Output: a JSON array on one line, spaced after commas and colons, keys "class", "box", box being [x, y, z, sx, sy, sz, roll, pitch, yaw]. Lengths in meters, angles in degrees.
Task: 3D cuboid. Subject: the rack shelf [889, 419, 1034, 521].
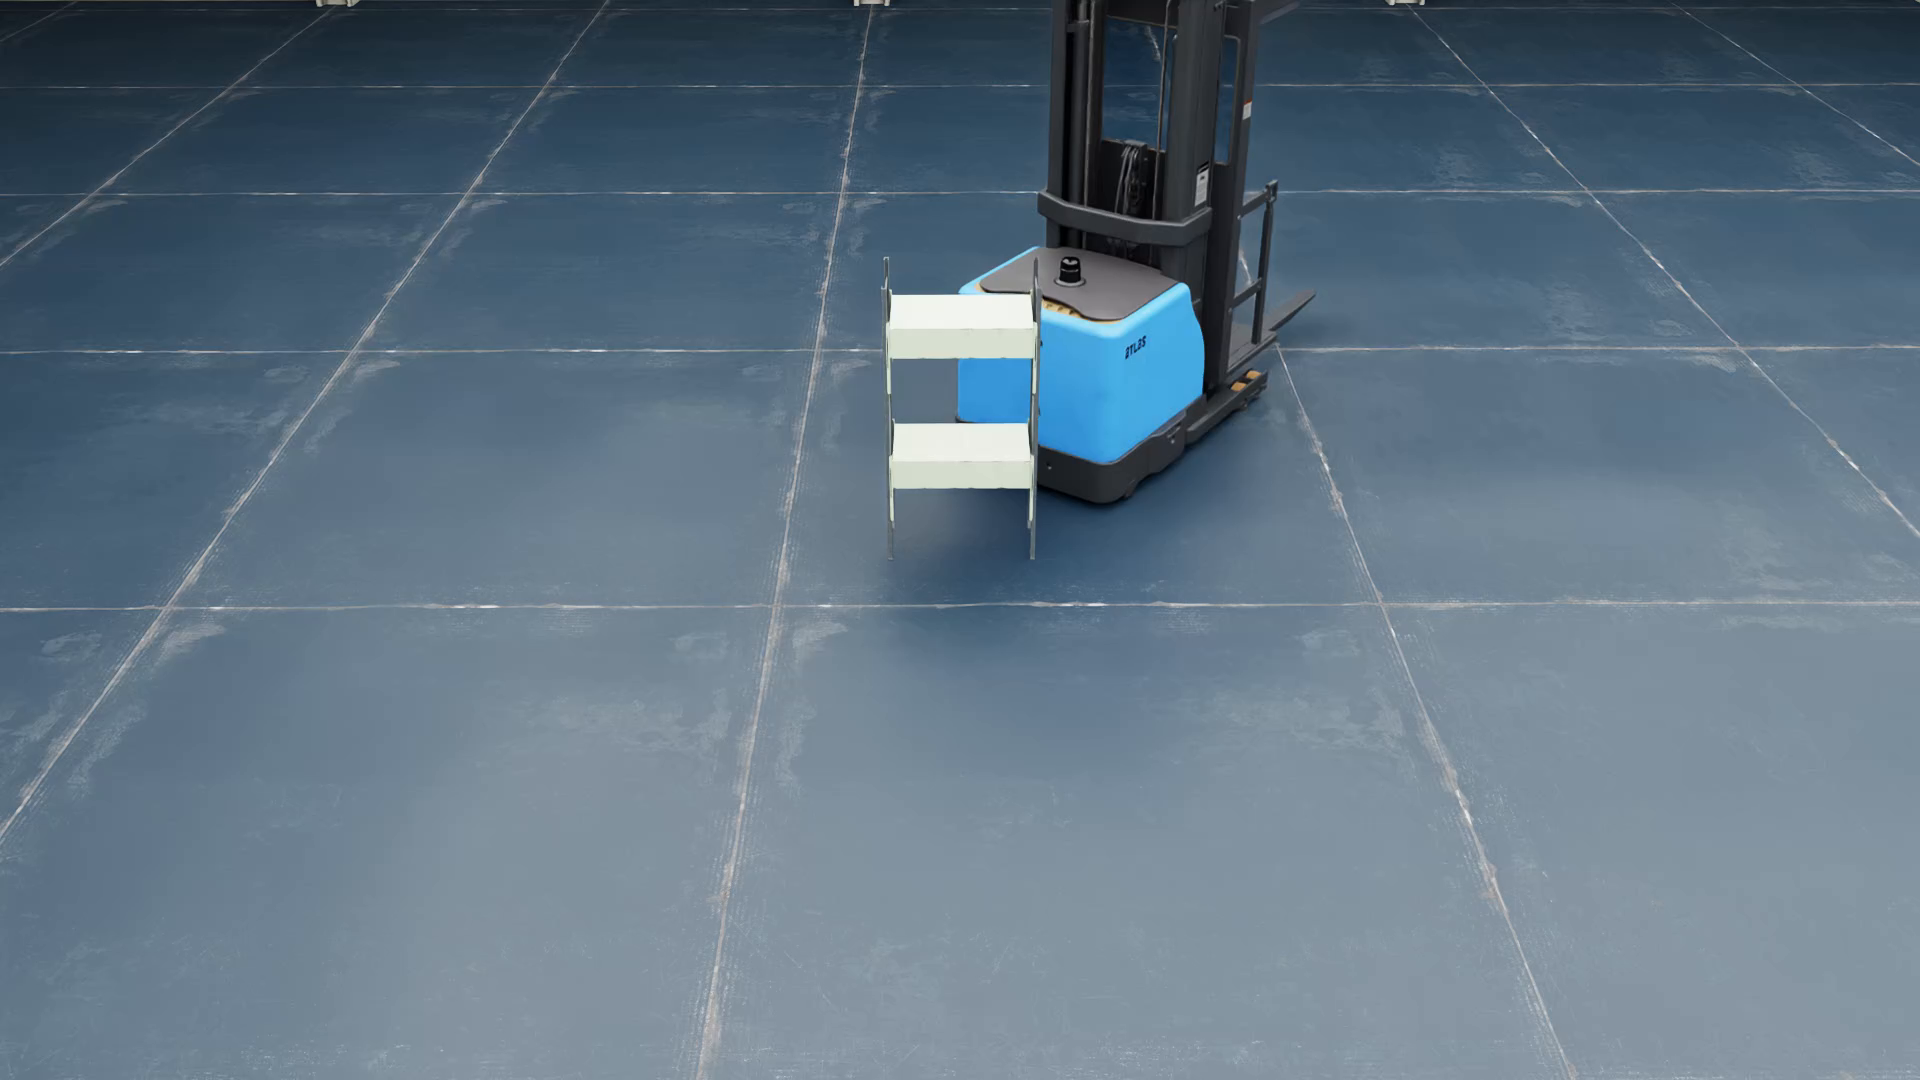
[{"class": "rack shelf", "box": [0.007, -0.363, 8.530, 0.720, 0.370, 0.431, 0, 31, 0]}]

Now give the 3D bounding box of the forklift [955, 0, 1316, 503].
[{"class": "forklift", "box": [1.226, -2.167, 9.497, 1.130, 2.935, 3.031, 20, 36, 29]}]

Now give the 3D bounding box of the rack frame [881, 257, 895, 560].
[{"class": "rack frame", "box": [-0.359, -0.640, 8.359, 0.023, 1.500, 0.400, 0, 31, 0]}]

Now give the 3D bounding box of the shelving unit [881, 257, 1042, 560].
[{"class": "shelving unit", "box": [0.007, -0.641, 8.361, 0.755, 1.500, 0.431, 0, 31, 0]}]

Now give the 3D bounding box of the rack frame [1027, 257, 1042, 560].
[{"class": "rack frame", "box": [0.373, -0.642, 8.363, 0.023, 1.500, 0.400, 0, 31, 0]}]

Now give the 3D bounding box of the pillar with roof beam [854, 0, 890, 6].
[{"class": "pillar with roof beam", "box": [-0.964, -7.676, 12.726, 0.400, 9.000, 9.100, 0, 31, 0]}]

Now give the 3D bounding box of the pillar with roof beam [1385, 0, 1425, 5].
[{"class": "pillar with roof beam", "box": [5.036, -7.695, 12.757, 0.400, 9.000, 9.100, 0, 31, 0]}]

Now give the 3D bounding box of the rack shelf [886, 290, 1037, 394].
[{"class": "rack shelf", "box": [0.007, -0.975, 8.159, 0.720, 0.370, 0.431, 0, 31, 0]}]
